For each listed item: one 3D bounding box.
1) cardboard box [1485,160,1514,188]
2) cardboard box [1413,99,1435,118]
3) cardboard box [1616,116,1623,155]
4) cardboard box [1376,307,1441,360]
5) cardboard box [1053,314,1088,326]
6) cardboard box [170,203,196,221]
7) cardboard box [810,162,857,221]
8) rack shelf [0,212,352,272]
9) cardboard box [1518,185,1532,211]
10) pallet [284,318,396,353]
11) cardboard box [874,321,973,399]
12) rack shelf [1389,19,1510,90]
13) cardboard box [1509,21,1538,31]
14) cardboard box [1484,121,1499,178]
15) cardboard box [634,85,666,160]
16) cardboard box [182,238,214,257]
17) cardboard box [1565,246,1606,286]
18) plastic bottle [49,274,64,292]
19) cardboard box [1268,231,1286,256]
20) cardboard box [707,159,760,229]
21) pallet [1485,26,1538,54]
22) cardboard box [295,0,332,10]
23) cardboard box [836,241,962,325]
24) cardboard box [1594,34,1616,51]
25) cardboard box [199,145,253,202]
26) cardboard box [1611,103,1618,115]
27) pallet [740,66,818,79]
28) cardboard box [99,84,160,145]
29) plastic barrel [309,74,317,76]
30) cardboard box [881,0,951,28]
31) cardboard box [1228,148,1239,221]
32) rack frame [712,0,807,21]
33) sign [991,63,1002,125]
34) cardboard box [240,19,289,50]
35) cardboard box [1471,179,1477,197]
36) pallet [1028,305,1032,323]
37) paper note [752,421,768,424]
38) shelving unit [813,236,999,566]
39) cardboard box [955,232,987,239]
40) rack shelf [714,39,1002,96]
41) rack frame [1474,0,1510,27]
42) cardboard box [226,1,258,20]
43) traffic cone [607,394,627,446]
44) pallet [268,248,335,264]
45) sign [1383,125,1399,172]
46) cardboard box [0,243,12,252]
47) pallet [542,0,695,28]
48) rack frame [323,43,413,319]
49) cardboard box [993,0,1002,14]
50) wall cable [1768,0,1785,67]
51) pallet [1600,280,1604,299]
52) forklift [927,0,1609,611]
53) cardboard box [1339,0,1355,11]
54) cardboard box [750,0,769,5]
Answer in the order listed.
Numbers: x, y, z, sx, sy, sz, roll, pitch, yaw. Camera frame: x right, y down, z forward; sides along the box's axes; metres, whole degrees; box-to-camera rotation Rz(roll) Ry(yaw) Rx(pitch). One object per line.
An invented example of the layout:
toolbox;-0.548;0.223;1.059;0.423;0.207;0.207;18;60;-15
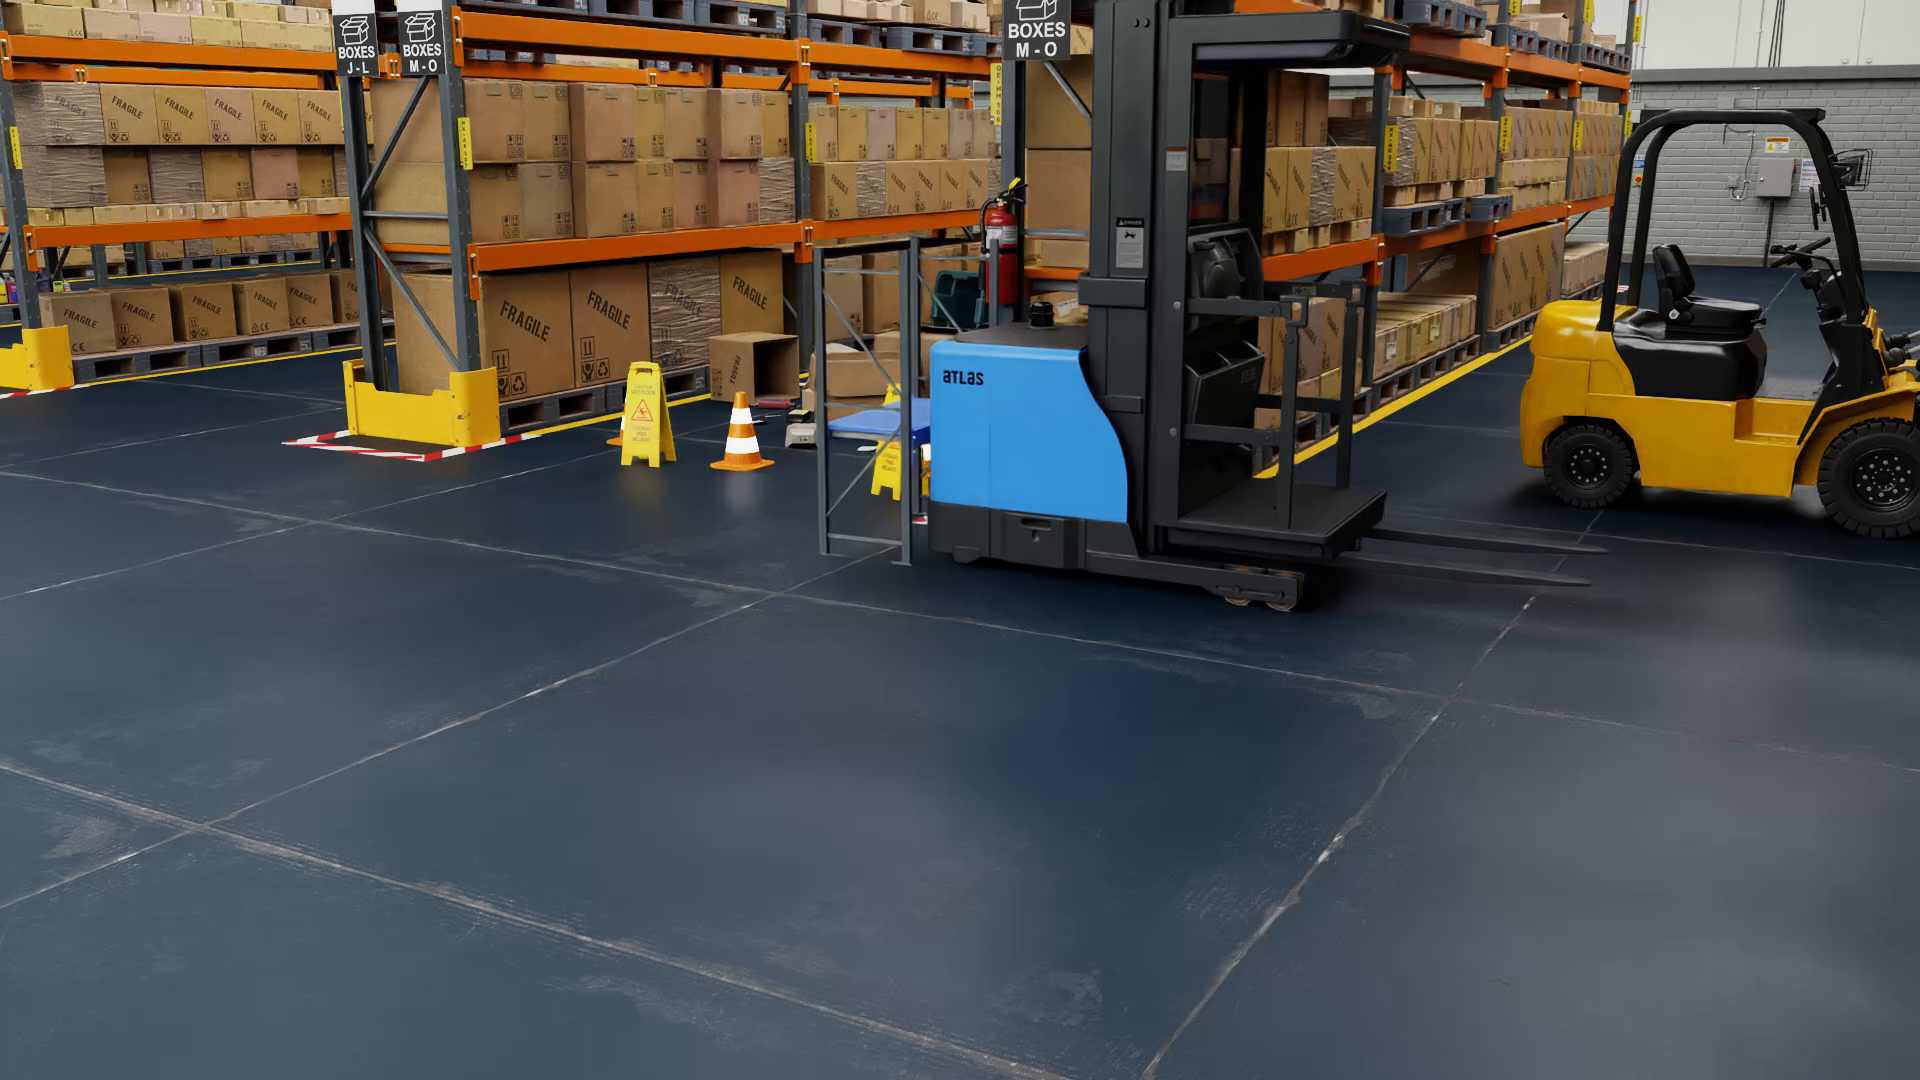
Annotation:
cardboard box;5.016;-3.525;16.009;0.500;0.250;0.500;7;15;28
cardboard box;3.594;-3.462;13.366;0.380;0.149;0.250;8;16;31
cardboard box;8.398;-5.329;21.892;0.500;0.500;0.500;8;16;30
cardboard box;3.552;-1.784;14.243;0.950;0.372;0.625;8;16;30
cardboard box;0.847;-1.064;9.916;0.500;0.500;0.500;7;15;28
cardboard box;-7.042;-2.927;14.811;0.380;0.149;0.250;7;15;28
cardboard box;-1.271;-3.125;14.881;0.500;0.500;0.500;8;15;29
rack shelf;-7.020;-2.821;15.371;1.077;0.370;4.000;7;15;28
cardboard box;5.504;-3.492;16.940;0.500;0.250;0.500;8;16;30
pallet;-6.347;-2.084;16.727;1.003;0.211;1.213;7;15;28
cardboard box;-0.234;-1.330;12.688;0.797;0.637;0.503;7;15;28
rack shelf;3.588;-3.977;13.766;1.077;0.370;4.000;7;15;28
cardboard box;5.706;-5.244;17.086;0.380;0.166;0.250;9;16;33
cardboard box;4.579;-3.552;15.122;0.500;0.500;0.500;7;15;26
cardboard box;-2.764;-3.194;12.757;0.875;0.550;0.500;7;15;28
cardboard box;-12.072;-4.693;25.994;0.500;0.500;0.500;7;15;26
cardboard box;7.756;-3.544;21.403;0.875;0.438;0.875;8;16;30
plastic bottle;-10.333;-2.900;19.018;0.061;0.283;0.133;8;16;31
cardboard box;1.829;-1.876;10.451;0.380;0.149;0.250;7;15;27
cardboard box;-2.174;-2.879;13.755;0.875;0.550;0.550;7;15;28
pallet;4.820;-4.784;15.978;1.213;0.211;1.003;8;16;31
cardboard box;-6.048;-5.355;16.029;0.500;0.500;0.500;7;15;26
cardboard box;-0.620;-2.635;16.968;1.050;0.750;0.750;8;16;29
cardboard box;8.284;-6.456;21.723;0.500;0.250;0.500;6;15;23
cardboard box;-7.029;-3.379;15.300;0.875;0.500;0.500;7;15;28
cardboard box;8.272;-5.557;21.452;0.380;0.149;0.250;7;15;28
pallet;-2.586;-6.394;22.664;0.805;0.209;1.217;7;15;26
cardboard box;-7.235;-3.624;14.183;0.500;0.500;0.500;7;15;28
plastic barrel;-8.530;-6.289;22.152;0.294;0.245;0.294;0;14;0
cardboard box;-0.422;-5.190;15.940;0.500;0.500;0.500;7;15;28
cardboard box;1.407;-2.003;9.595;0.500;0.500;0.500;8;16;30
rack frame;-1.760;-5.915;13.868;1.000;3.000;0.127;7;15;28
sign;0.212;-2.421;9.032;0.100;0.325;0.005;7;15;28
cardboard box;-6.549;-4.632;15.268;0.500;0.250;0.500;7;15;28
cardboard box;4.325;-3.097;14.618;0.380;0.149;0.250;7;15;25
pallet;0.552;-2.624;18.966;1.003;0.211;1.213;7;15;28
paper note;-1.470;-0.855;12.016;0.142;0.017;0.144;-12;18;-40
shelving unit;-0.246;-0.740;8.403;0.538;1.500;1.048;6;15;24
cardboard box;0.274;-3.343;18.836;0.500;0.250;0.500;7;15;27
rack shelf;-0.794;-4.517;16.006;1.077;0.370;4.000;7;15;28
rack frame;4.555;-6.196;15.032;1.000;3.000;0.127;7;15;28
cardboard box;-6.590;-4.790;15.071;0.380;0.149;0.250;8;16;31
traffic cone;-2.194;-0.893;11.249;0.336;0.463;0.334;7;15;28
pallet;-11.216;-4.819;28.072;1.003;0.211;1.213;7;15;28
sign;3.100;-2.819;11.981;0.100;0.325;0.005;7;15;28
cardboard box;-13.564;-4.217;23.398;0.500;0.311;0.500;8;16;30
pallet;-2.756;-3.998;12.505;1.003;0.211;1.213;7;15;28
rack frame;-6.054;-3.581;16.988;1.000;3.000;0.127;7;15;28
cardboard box;0.376;-5.918;18.432;0.396;0.266;0.258;7;15;28
wall cable;14.003;-8.645;25.112;2.988;3.039;0.133;7;15;28
pallet;8.105;-3.392;22.153;1.003;0.211;1.213;7;15;28
forklift;1.391;-1.257;7.492;3.031;2.935;1.130;7;15;26
cardboard box;2.434;-3.598;11.194;0.380;0.149;0.250;8;15;29
cardboard box;-1.778;-4.425;13.513;0.380;0.149;0.250;8;16;29
